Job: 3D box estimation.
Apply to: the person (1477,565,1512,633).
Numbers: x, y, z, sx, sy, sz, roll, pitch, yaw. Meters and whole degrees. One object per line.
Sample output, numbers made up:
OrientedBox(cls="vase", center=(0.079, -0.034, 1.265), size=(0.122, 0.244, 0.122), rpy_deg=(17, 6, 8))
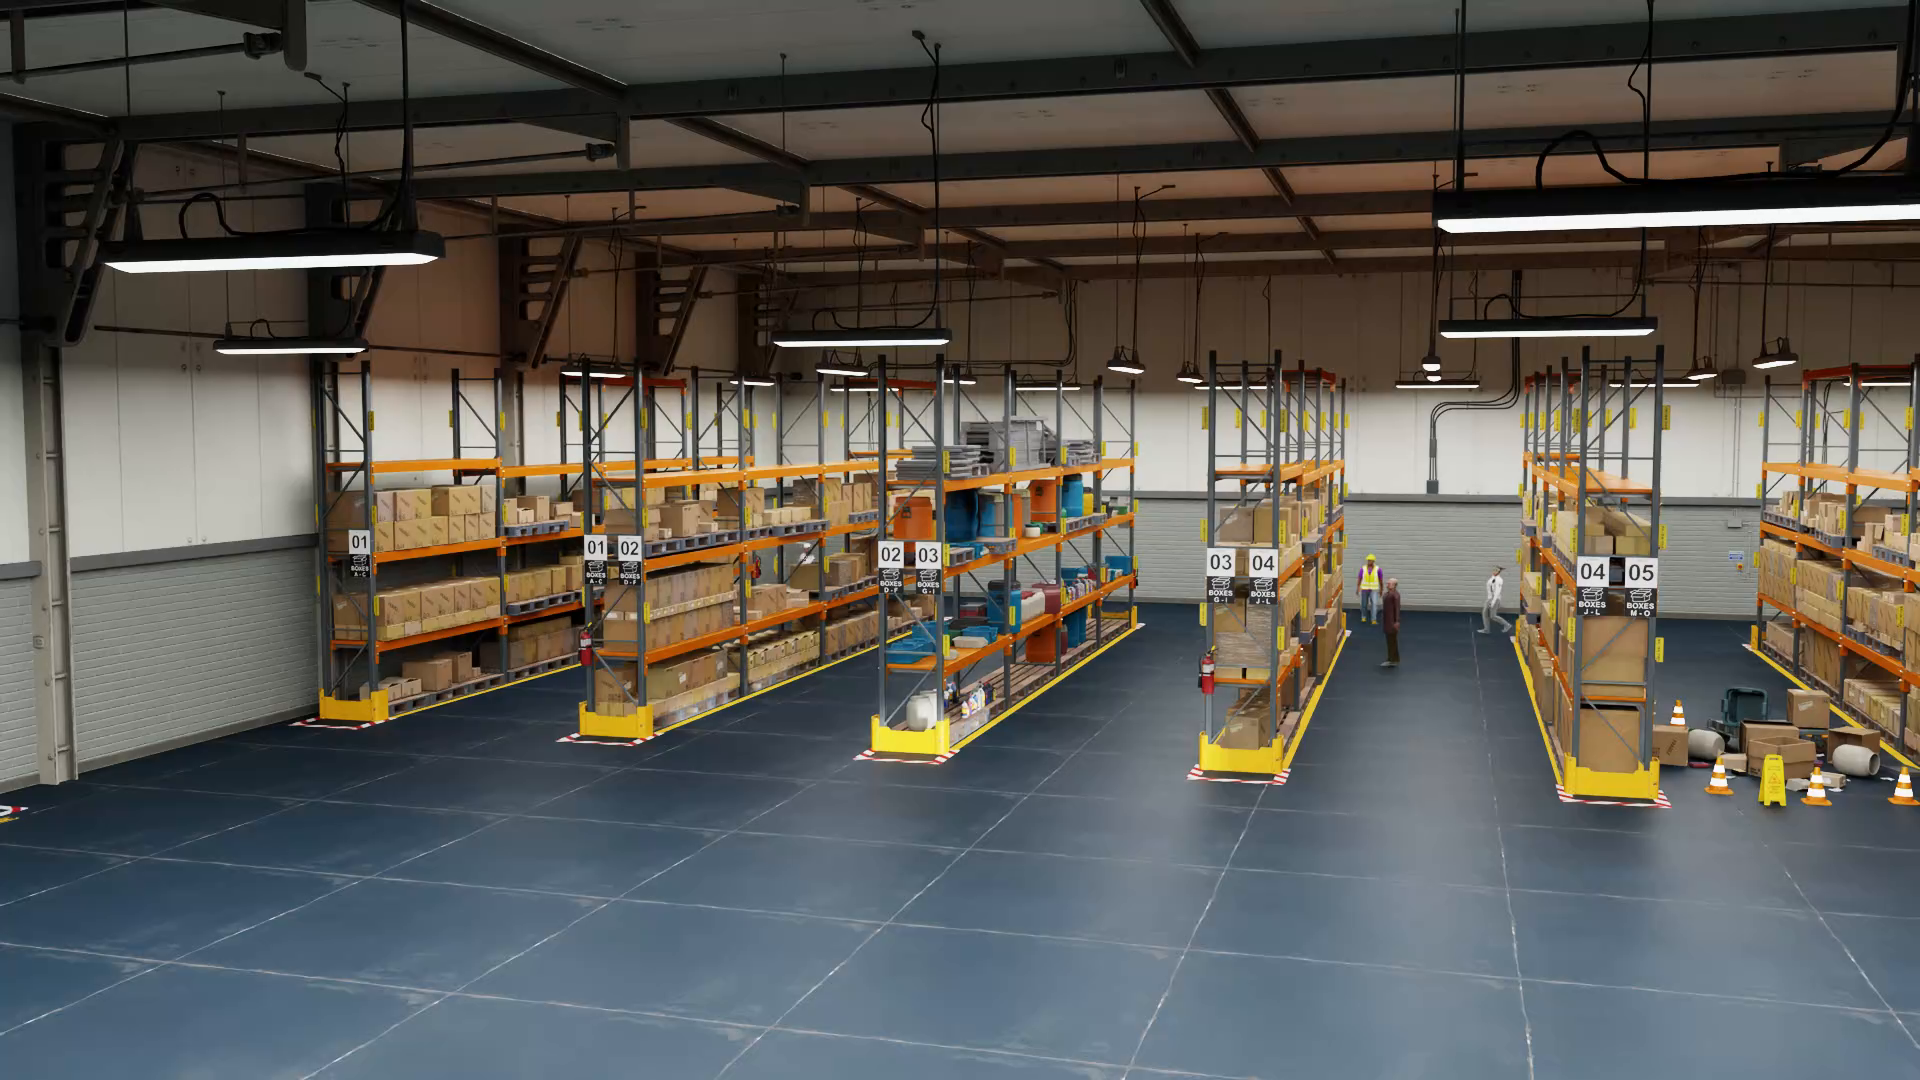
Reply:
OrientedBox(cls="person", center=(12.528, 1.392, 38.930), size=(0.732, 1.636, 0.543), rpy_deg=(0, 4, 6))

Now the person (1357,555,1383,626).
OrientedBox(cls="person", center=(10.059, 1.223, 40.805), size=(0.654, 1.726, 0.997), rpy_deg=(1, 4, 9))

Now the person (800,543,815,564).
OrientedBox(cls="person", center=(-4.047, 0.936, 44.676), size=(1.014, 1.727, 0.634), rpy_deg=(0, 4, 5))

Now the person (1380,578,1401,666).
OrientedBox(cls="person", center=(8.815, 1.675, 34.069), size=(0.406, 1.787, 0.659), rpy_deg=(0, 4, 7))
